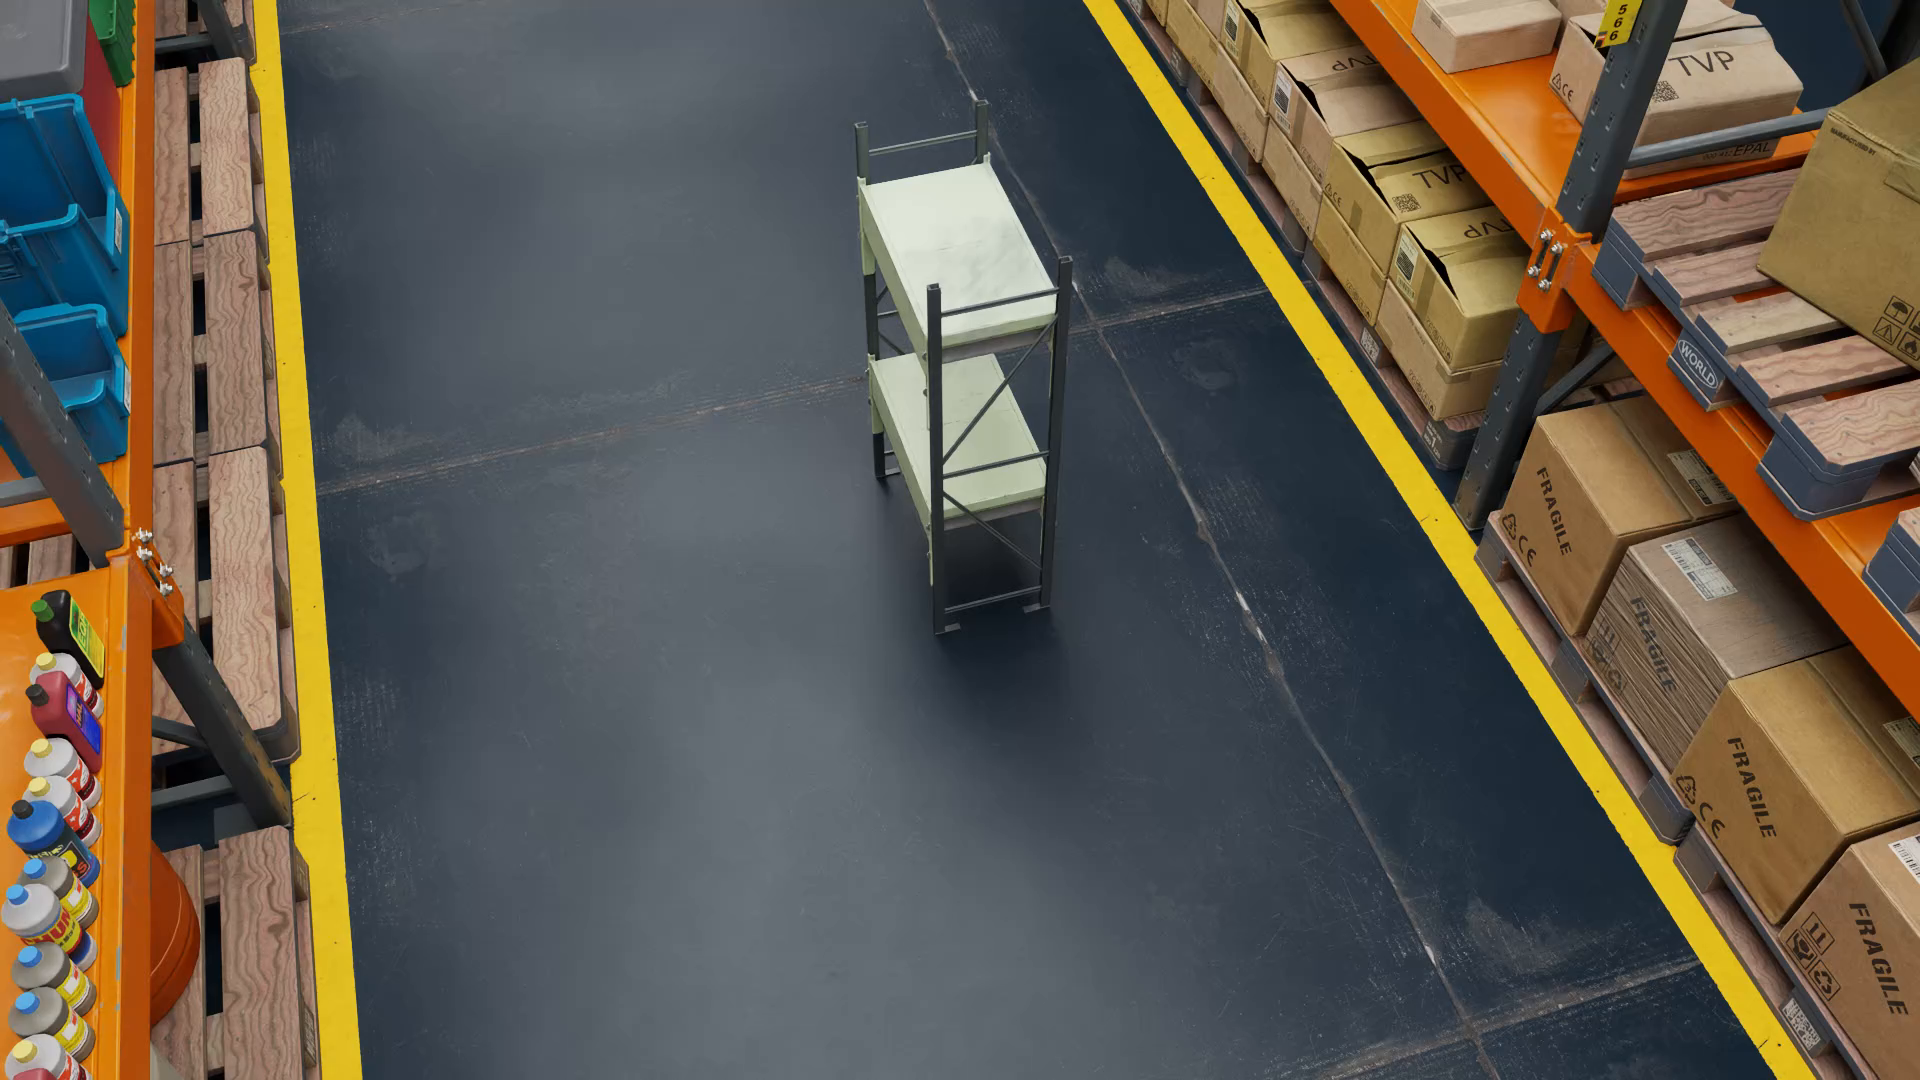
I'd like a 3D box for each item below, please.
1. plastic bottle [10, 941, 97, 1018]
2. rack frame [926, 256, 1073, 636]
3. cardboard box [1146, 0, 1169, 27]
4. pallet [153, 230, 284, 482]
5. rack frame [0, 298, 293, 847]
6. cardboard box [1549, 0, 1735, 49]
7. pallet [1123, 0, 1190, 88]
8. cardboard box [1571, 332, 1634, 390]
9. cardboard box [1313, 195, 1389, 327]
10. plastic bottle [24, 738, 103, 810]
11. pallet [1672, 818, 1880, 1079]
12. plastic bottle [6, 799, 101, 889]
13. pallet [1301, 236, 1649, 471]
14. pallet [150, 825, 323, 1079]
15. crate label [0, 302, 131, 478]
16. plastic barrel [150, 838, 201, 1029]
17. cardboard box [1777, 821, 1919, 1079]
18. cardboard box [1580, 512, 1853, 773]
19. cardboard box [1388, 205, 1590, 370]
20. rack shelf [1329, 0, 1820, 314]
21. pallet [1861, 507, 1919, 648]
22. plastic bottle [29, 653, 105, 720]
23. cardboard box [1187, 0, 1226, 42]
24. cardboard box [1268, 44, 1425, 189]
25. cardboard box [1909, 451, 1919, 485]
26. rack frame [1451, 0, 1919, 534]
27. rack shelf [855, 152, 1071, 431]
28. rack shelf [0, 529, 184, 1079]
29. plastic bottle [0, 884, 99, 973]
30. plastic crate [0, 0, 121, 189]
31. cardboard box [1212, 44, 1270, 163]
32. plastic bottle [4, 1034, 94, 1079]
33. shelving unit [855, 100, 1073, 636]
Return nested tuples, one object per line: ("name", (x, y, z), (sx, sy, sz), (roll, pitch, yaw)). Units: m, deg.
("plastic bottle", (-1.754, 0.844, 3.206), (0.097, 0.201, 0.097), (0, 50, 0))
("rack frame", (0.106, -0.221, 4.955), (0.400, 1.500, 0.023), (-13, 51, -11))
("cardboard box", (1.072, -2.595, 7.499), (0.500, 0.250, 0.500), (-12, 51, -10))
("pallet", (-3.060, -0.596, 6.115), (1.003, 0.211, 1.213), (-13, 51, -11))
("rack frame", (-2.510, -0.031, 3.814), (1.000, 3.000, 0.127), (-13, 51, -11))
("cardboard box", (2.143, -1.817, 5.378), (0.500, 0.311, 0.500), (-14, 51, -11))
("pallet", (1.295, -2.642, 7.839), (1.003, 0.211, 1.213), (-13, 51, -11))
("cardboard box", (2.348, -0.846, 6.025), (0.500, 0.250, 0.500), (-13, 51, -11))
("cardboard box", (1.678, -1.102, 6.241), (0.500, 0.250, 0.500), (-14, 51, -11))
("plastic bottle", (-1.898, 0.489, 3.506), (0.097, 0.201, 0.097), (0, 50, 0))
("pallet", (2.764, 1.194, 4.606), (1.003, 0.211, 1.213), (-13, 51, -11))
("plastic bottle", (-1.841, 0.608, 3.359), (0.097, 0.271, 0.097), (0, 50, 0))
("pallet", (2.016, -0.860, 6.337), (1.003, 0.211, 1.213), (-13, 51, -11))
("pallet", (-2.238, 1.434, 4.403), (1.003, 0.211, 1.213), (-13, 51, -11))
("crate label", (-2.277, -0.370, 4.209), (0.303, 0.233, 0.416), (-13, 51, -11))
("plastic barrel", (-2.350, 0.886, 4.186), (0.600, 0.830, 0.708), (-13, 51, -11))
("cardboard box", (2.547, 1.041, 4.258), (0.500, 0.500, 0.500), (-15, 51, -12))
("cardboard box", (2.244, 0.294, 4.888), (0.500, 0.500, 0.500), (-15, 51, -12))
("cardboard box", (1.832, -0.905, 5.708), (0.500, 0.311, 0.500), (-12, 51, -10))
("rack shelf", (1.631, -2.377, 6.263), (1.077, 0.370, 4.000), (-13, 51, -11))
("pallet", (2.802, 0.333, 3.633), (1.003, 0.211, 1.213), (-13, 51, -11))
("plastic bottle", (-1.967, 0.320, 3.648), (0.097, 0.201, 0.097), (0, 50, 0))
("cardboard box", (1.221, -2.397, 6.966), (0.500, 0.311, 0.500), (-15, 51, -12))
("cardboard box", (1.526, -1.653, 6.338), (0.500, 0.311, 0.500), (-14, 51, -11))
("cardboard box", (2.604, -0.170, 3.592), (0.700, 0.500, 0.500), (-5, 50, -4))
("rack frame", (2.222, -1.148, 4.756), (1.000, 3.000, 0.127), (-13, 51, -11))
("rack shelf", (-0.002, -0.740, 4.882), (0.431, 0.370, 0.720), (-13, 51, -11))
("rack shelf", (-1.919, 1.661, 2.858), (1.077, 0.370, 4.000), (-13, 51, -11))
("plastic bottle", (-1.783, 0.751, 3.239), (0.097, 0.271, 0.097), (0, 50, 0))
("plastic crate", (-2.696, -1.301, 4.843), (0.402, 0.464, 0.583), (-13, 51, -11))
("cardboard box", (1.377, -1.845, 6.867), (0.500, 0.250, 0.500), (-12, 51, -10))
("plastic bottle", (-1.697, 0.986, 3.086), (0.097, 0.201, 0.097), (0, 50, 0))
("shelving unit", (-0.002, -0.488, 5.181), (0.431, 1.500, 0.755), (-13, 51, -11))
